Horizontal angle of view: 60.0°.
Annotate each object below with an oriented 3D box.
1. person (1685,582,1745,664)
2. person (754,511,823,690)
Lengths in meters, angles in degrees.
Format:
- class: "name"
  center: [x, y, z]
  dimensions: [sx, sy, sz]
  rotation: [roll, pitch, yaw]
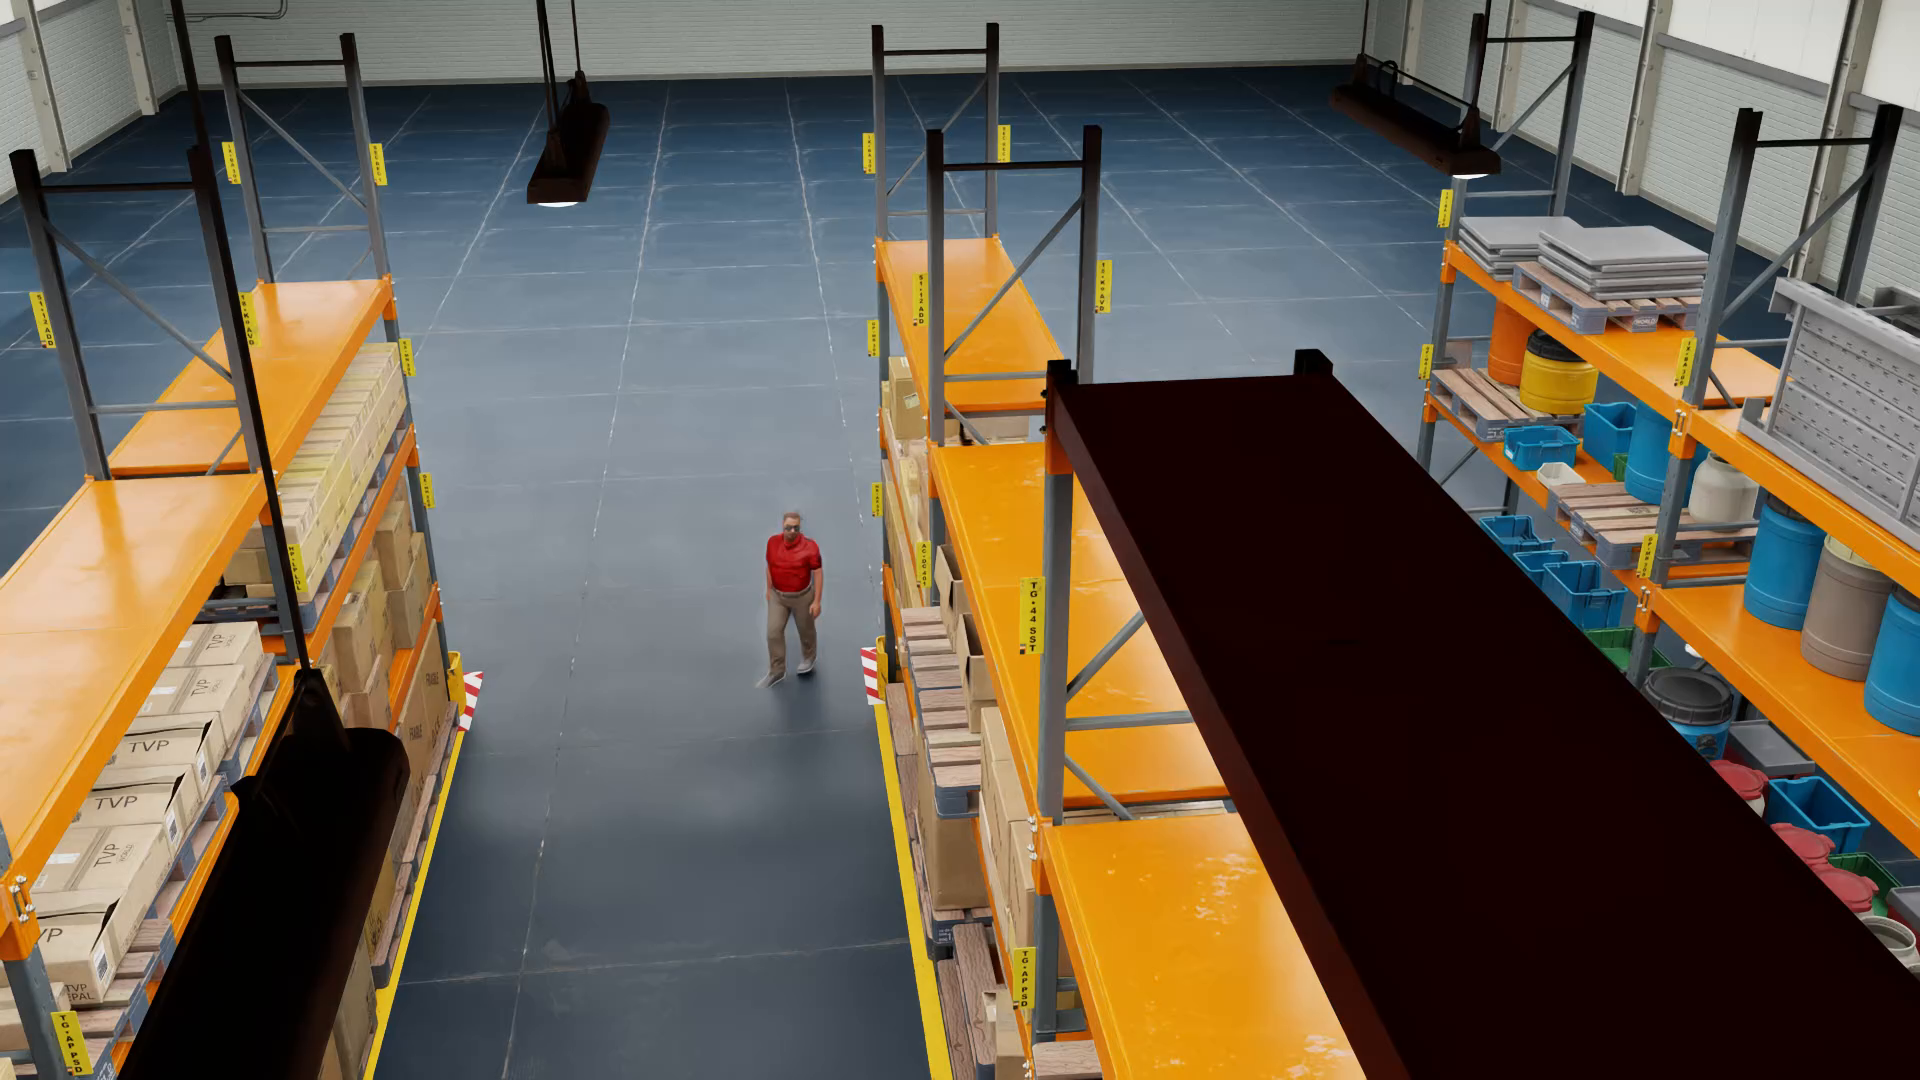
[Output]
- class: "person"
  center: [7.331, 0.569, 15.393]
  dimensions: [0.522, 1.603, 1.106]
  rotation: [-21, 32, -36]
- class: "person"
  center: [-1.562, 0.535, 15.442]
  dimensions: [0.641, 1.756, 0.632]
  rotation: [6, 26, 12]
